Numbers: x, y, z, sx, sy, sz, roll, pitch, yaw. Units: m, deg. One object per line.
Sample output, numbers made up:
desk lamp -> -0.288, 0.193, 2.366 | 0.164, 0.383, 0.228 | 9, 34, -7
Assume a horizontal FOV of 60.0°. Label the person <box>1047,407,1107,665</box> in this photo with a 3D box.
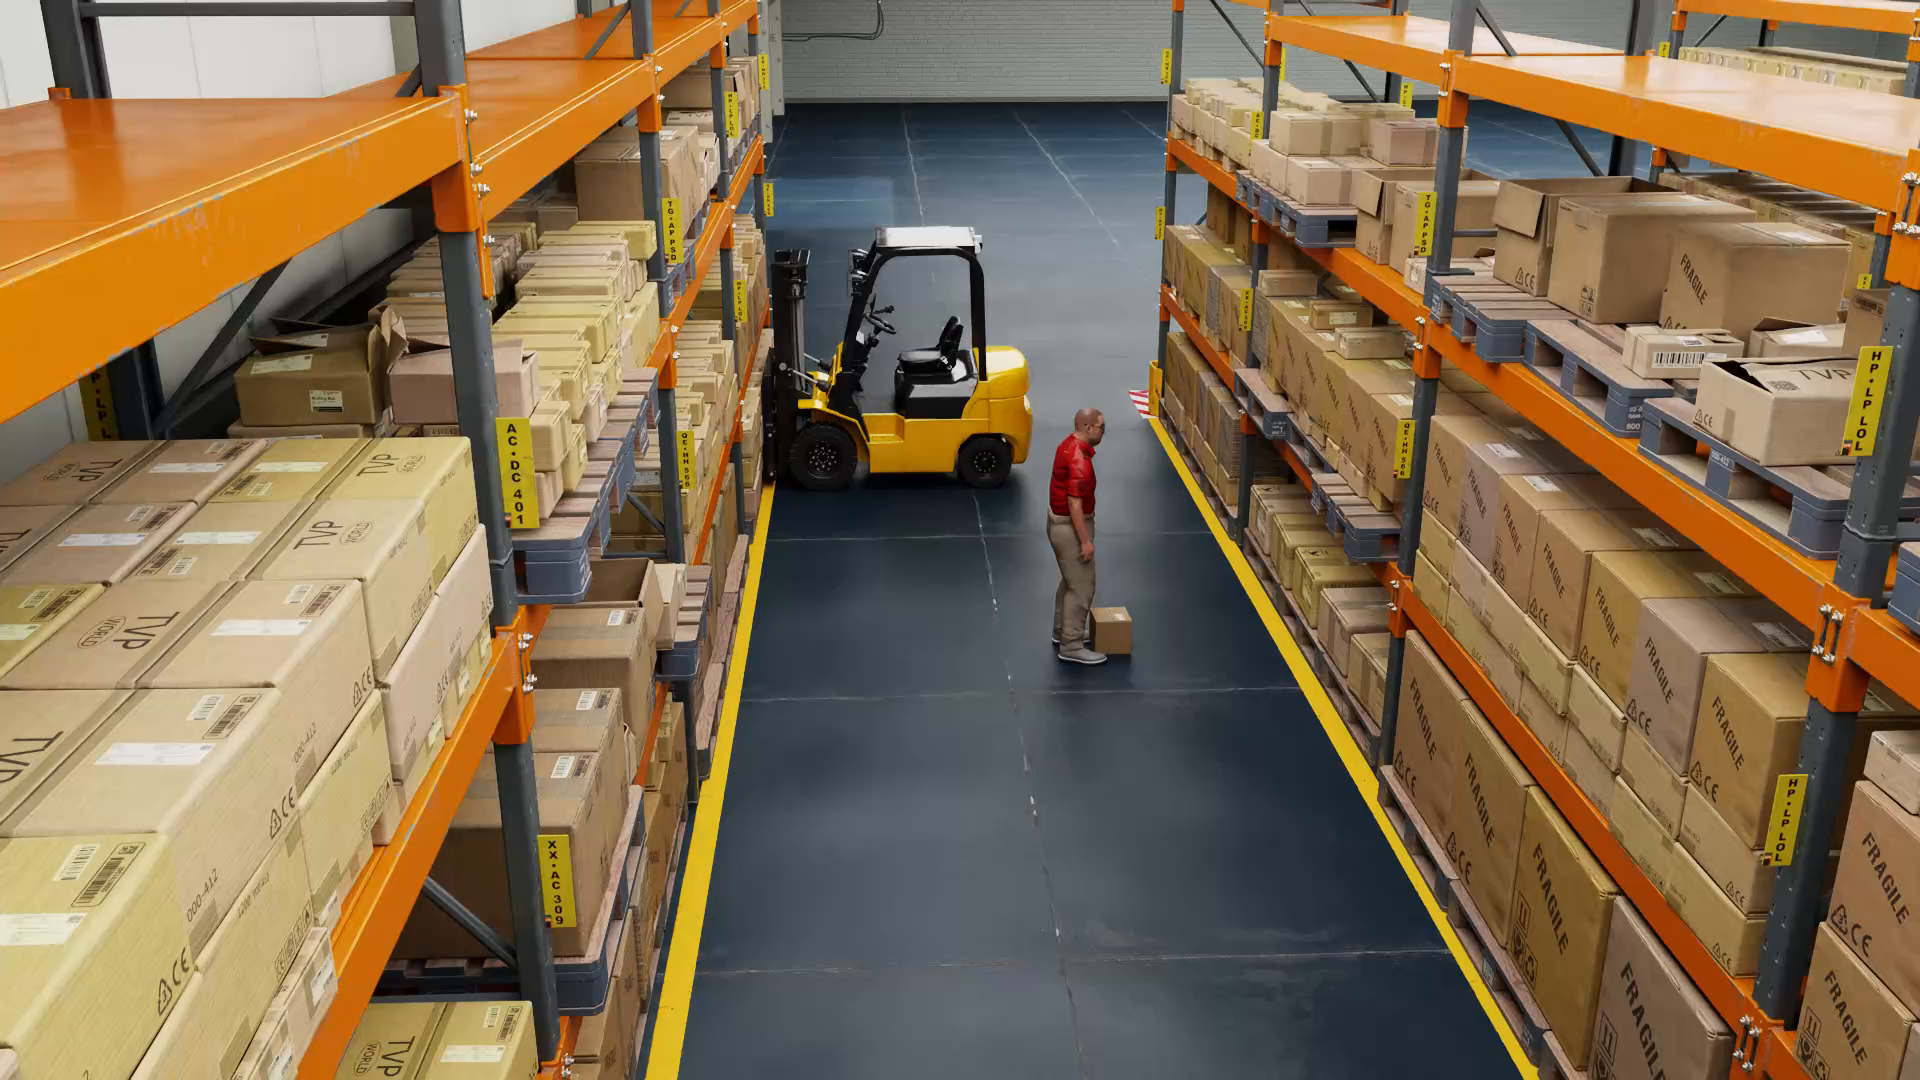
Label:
person -> 0.790, -0.055, 11.245 | 0.389, 1.726, 0.587 | -1, 20, -3
